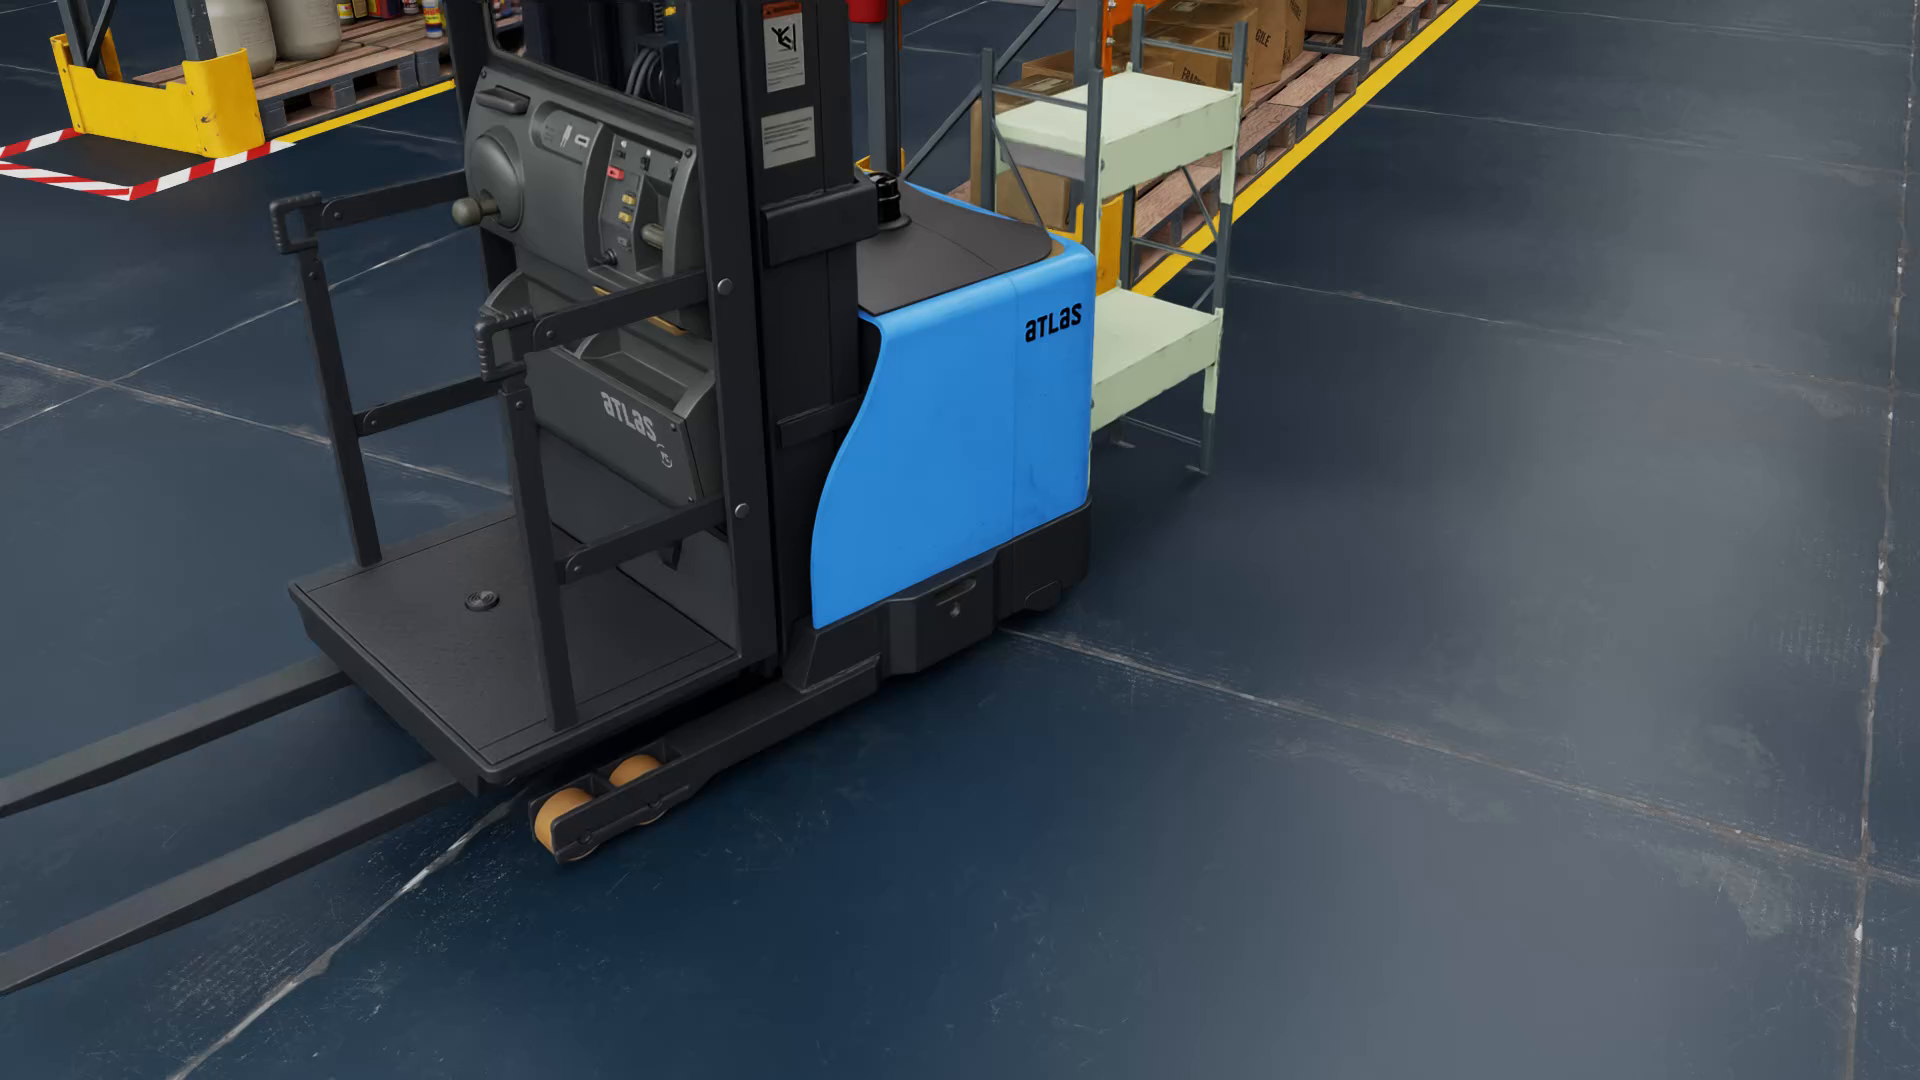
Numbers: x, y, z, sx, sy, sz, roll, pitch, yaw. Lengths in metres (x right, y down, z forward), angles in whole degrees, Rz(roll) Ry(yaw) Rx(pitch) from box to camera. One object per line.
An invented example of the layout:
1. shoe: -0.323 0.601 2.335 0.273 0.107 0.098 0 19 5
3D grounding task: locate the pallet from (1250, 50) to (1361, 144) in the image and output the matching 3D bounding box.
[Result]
1. pallet: 1.640 -2.596 9.559 1.003 0.211 1.213 14 33 23

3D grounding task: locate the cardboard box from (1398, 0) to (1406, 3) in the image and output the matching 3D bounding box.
1. cardboard box: 2.702 -3.941 11.169 0.700 0.500 0.500 11 32 19

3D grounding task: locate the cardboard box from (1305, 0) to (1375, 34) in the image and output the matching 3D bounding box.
1. cardboard box: 2.214 -3.486 10.376 0.700 0.500 0.500 12 32 20

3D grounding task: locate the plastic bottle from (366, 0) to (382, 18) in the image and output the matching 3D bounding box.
1. plastic bottle: -3.731 -3.491 10.610 0.152 0.276 0.135 15 33 24

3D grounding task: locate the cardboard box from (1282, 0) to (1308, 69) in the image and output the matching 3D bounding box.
1. cardboard box: 1.697 -3.041 9.622 0.500 0.500 0.500 13 32 22

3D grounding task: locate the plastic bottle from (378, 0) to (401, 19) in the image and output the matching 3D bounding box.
1. plastic bottle: -3.636 -3.470 10.566 0.061 0.283 0.133 14 33 23

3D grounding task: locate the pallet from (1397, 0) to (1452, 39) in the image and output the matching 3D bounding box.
1. pallet: 2.823 -3.791 11.639 1.003 0.211 1.213 14 33 23

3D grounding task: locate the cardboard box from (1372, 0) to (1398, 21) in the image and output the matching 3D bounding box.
1. cardboard box: 2.448 -3.693 10.737 0.700 0.500 0.500 14 33 23

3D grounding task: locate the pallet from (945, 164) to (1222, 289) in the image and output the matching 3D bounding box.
1. pallet: 0.529 -1.515 7.676 1.003 0.211 1.213 14 33 23

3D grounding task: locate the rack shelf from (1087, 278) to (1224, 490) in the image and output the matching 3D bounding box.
1. rack shelf: 0.455 -0.510 5.287 0.431 0.370 0.720 23 37 34

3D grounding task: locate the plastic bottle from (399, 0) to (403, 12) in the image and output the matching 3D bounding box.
1. plastic bottle: -3.668 -3.552 10.717 0.152 0.276 0.135 13 32 22

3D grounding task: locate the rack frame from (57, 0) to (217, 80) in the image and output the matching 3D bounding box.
1. rack frame: -4.317 -3.462 8.266 1.000 3.000 0.127 14 33 23

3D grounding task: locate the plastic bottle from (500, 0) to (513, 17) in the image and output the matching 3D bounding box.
1. plastic bottle: -2.919 -3.489 10.611 0.097 0.271 0.097 0 30 0

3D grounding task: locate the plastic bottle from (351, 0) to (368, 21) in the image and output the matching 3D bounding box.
1. plastic bottle: -3.833 -3.444 10.521 0.061 0.283 0.133 15 33 24

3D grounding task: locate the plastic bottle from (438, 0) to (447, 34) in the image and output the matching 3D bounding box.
1. plastic bottle: -3.166 -3.218 10.210 0.097 0.201 0.097 0 30 0

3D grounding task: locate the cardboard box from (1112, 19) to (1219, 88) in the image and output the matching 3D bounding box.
1. cardboard box: 0.936 -2.255 8.254 0.500 0.500 0.500 18 34 28

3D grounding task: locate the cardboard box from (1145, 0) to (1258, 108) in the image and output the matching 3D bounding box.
1. cardboard box: 1.230 -2.493 8.667 0.500 0.500 0.500 11 32 19

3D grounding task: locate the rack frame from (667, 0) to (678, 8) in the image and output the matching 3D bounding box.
1. rack frame: -2.494 -5.235 11.354 1.000 3.000 0.127 14 33 23

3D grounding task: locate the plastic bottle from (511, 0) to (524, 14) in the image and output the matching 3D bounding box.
1. plastic bottle: -2.873 -3.503 10.707 0.097 0.201 0.097 0 30 0

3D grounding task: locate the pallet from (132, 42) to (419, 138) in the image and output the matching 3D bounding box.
1. pallet: -3.949 -2.656 9.663 1.003 0.211 1.213 14 33 23

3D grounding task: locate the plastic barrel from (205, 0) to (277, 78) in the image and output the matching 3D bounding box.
1. plastic barrel: -4.085 -2.874 9.319 0.421 0.512 0.421 0 30 0

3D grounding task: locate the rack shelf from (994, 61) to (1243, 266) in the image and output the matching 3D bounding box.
1. rack shelf: 0.455 -1.131 4.930 0.431 0.370 0.720 23 37 34

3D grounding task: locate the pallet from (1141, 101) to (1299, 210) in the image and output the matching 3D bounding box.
1. pallet: 1.086 -2.054 8.614 1.003 0.211 1.213 14 33 23

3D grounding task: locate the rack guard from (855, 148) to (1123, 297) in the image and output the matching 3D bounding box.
1. rack guard: 0.127 -1.288 6.991 1.175 0.500 0.348 14 33 23

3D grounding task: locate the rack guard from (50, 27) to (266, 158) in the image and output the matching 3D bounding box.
1. rack guard: -4.324 -2.422 8.966 1.175 0.500 0.348 14 33 23

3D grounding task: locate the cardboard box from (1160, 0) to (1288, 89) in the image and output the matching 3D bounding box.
1. cardboard box: 1.443 -2.786 9.177 0.500 0.500 0.500 -26 39 -37

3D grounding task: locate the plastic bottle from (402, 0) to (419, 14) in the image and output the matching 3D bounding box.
1. plastic bottle: -3.548 -3.500 10.700 0.097 0.201 0.097 0 30 0

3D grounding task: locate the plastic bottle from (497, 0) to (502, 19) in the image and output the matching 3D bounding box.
1. plastic bottle: -2.966 -3.412 10.548 0.097 0.201 0.097 0 30 0

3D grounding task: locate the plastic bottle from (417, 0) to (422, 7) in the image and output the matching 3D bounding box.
1. plastic bottle: -3.596 -3.659 10.828 0.144 0.351 0.185 16 33 25

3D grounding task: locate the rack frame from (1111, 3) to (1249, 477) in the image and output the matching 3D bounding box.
1. rack frame: 0.690 -0.933 5.368 0.400 1.500 0.023 23 37 34

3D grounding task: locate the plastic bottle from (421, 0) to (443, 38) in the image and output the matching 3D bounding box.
1. plastic bottle: -3.213 -3.202 10.113 0.097 0.271 0.097 0 30 0

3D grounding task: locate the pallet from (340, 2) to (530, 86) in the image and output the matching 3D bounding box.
1. pallet: -3.392 -3.195 10.601 1.003 0.211 1.213 14 33 23

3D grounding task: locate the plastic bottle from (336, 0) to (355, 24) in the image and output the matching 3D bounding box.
1. plastic bottle: -3.870 -3.353 10.444 0.097 0.201 0.097 0 30 0

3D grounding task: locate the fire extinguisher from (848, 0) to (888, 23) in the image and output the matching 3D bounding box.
1. fire extinguisher: -0.370 -2.358 6.423 0.296 0.674 0.183 14 33 23

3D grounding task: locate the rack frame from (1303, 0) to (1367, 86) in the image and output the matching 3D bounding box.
1. rack frame: 1.915 -4.111 9.397 1.000 3.000 0.127 14 33 23

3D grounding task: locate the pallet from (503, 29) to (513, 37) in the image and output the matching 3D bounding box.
1. pallet: -2.837 -3.738 11.547 1.003 0.211 1.213 14 33 23

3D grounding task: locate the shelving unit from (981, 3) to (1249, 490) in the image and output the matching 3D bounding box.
1. shelving unit: 0.455 -0.793 5.125 0.431 1.500 0.755 23 37 34

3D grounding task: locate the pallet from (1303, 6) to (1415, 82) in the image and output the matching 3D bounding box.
1. pallet: 2.268 -3.248 10.693 1.003 0.211 1.213 14 33 23

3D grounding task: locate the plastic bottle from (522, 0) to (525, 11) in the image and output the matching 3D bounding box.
1. plastic bottle: -2.843 -3.594 10.790 0.152 0.276 0.135 15 33 24

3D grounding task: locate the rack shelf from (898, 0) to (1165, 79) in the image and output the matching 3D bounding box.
1. rack shelf: 1.004 -2.913 8.033 1.077 0.370 4.000 14 33 23

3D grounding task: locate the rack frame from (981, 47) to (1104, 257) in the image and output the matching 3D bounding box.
1. rack frame: 0.220 -0.653 4.881 0.400 1.500 0.023 23 37 34

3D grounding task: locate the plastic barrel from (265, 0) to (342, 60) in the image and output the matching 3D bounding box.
1. plastic barrel: -3.856 -3.096 9.706 0.421 0.512 0.421 0 30 0

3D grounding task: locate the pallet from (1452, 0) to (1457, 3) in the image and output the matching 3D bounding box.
1. pallet: 3.380 -4.329 12.577 1.003 0.211 1.213 14 33 23

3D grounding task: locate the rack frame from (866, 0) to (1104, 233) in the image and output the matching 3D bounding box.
1. rack frame: 0.093 -2.338 6.310 1.000 3.000 0.127 14 33 23

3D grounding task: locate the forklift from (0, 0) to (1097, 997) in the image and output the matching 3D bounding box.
1. forklift: -1.043 -0.808 3.714 3.031 2.935 1.130 -24 38 -36

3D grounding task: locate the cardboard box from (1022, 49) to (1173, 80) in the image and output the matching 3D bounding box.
1. cardboard box: 0.634 -1.982 7.778 0.500 0.500 0.500 24 38 36

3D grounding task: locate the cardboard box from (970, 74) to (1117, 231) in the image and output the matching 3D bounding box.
1. cardboard box: 0.392 -1.709 7.303 0.500 0.500 0.500 21 36 32
